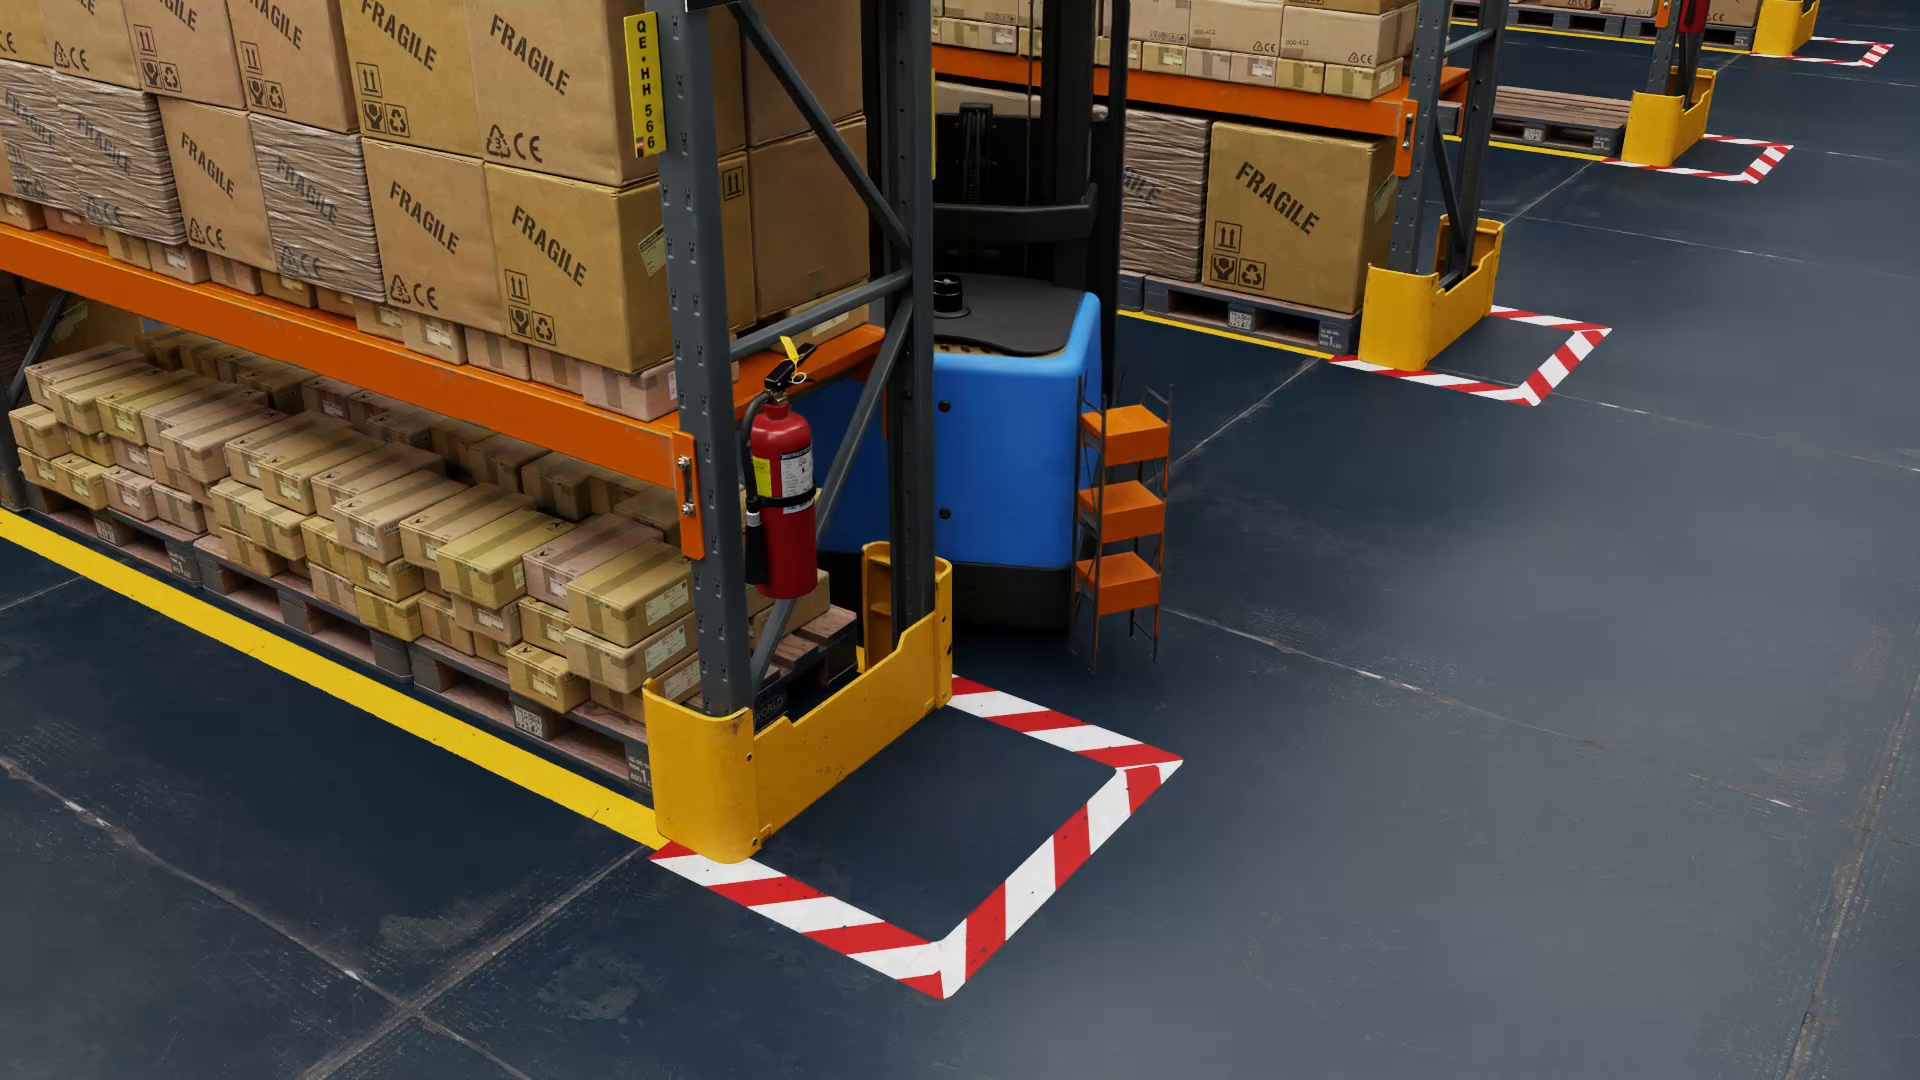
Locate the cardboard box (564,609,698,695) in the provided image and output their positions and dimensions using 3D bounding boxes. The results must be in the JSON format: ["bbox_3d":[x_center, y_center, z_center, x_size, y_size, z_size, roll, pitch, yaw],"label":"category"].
[{"bbox_3d":[-1.007,0.305,5.195,0.250,0.149,0.380,16,31,29],"label":"cardboard box"}]

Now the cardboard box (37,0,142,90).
[{"bbox_3d":[-2.640,-1.791,5.422,0.500,0.500,0.500,18,32,31],"label":"cardboard box"}]

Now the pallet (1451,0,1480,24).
[{"bbox_3d":[5.361,-5.755,17.827,1.213,0.211,1.003,17,32,30],"label":"pallet"}]

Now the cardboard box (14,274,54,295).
[{"bbox_3d":[-4.167,-1.340,7.542,0.500,0.250,0.500,16,31,28],"label":"cardboard box"}]

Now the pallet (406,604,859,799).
[{"bbox_3d":[-1.123,0.385,5.762,1.213,0.211,1.003,17,32,30],"label":"pallet"}]

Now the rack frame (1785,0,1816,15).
[{"bbox_3d":[8.093,-6.148,15.523,0.127,3.000,1.000,17,32,30],"label":"rack frame"}]

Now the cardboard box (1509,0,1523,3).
[{"bbox_3d":[5.738,-5.701,17.285,0.250,0.166,0.380,17,32,30],"label":"cardboard box"}]

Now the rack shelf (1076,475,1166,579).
[{"bbox_3d":[0.545,-0.047,5.709,0.240,0.259,0.215,-10,29,-20],"label":"rack shelf"}]

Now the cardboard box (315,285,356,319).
[{"bbox_3d":[-1.851,-0.847,5.384,0.250,0.149,0.380,16,31,28],"label":"cardboard box"}]

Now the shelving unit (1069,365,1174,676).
[{"bbox_3d":[0.545,-0.057,5.704,0.252,1.050,0.215,-10,29,-20],"label":"shelving unit"}]

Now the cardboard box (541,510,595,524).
[{"bbox_3d":[-1.293,-0.124,6.039,0.250,0.149,0.380,18,32,32],"label":"cardboard box"}]

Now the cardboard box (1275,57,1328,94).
[{"bbox_3d":[1.786,-2.368,8.372,0.250,0.149,0.380,18,32,31],"label":"cardboard box"}]

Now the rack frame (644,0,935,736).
[{"bbox_3d":[-0.411,-0.617,4.655,0.127,3.000,1.000,17,32,30],"label":"rack frame"}]

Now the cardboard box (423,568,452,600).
[{"bbox_3d":[-1.600,0.065,5.668,0.250,0.149,0.380,17,31,30],"label":"cardboard box"}]

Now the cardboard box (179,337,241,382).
[{"bbox_3d":[-3.034,-0.781,7.002,0.250,0.149,0.380,18,32,31],"label":"cardboard box"}]

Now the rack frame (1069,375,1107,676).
[{"bbox_3d":[0.432,-0.036,5.663,0.008,1.050,0.200,-10,29,-20],"label":"rack frame"}]

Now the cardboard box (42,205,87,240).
[{"bbox_3d":[-3.155,-1.250,6.175,0.250,0.149,0.380,16,31,28],"label":"cardboard box"}]

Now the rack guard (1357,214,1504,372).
[{"bbox_3d":[2.501,-1.325,8.803,0.348,0.500,1.175,17,32,30],"label":"rack guard"}]

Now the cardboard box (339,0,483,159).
[{"bbox_3d":[-1.346,-1.394,4.642,0.500,0.500,0.500,16,31,29],"label":"cardboard box"}]

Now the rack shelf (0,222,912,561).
[{"bbox_3d":[-2.059,-0.810,5.827,4.000,0.370,1.077,17,32,30],"label":"rack shelf"}]

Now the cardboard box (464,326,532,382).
[{"bbox_3d":[-1.238,-0.620,4.937,0.250,0.149,0.380,17,32,30],"label":"cardboard box"}]

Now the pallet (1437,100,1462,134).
[{"bbox_3d":[3.626,-3.594,13.580,1.213,0.211,1.003,17,32,30],"label":"pallet"}]

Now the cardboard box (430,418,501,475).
[{"bbox_3d":[-1.746,-0.391,6.235,0.250,0.149,0.380,18,32,31],"label":"cardboard box"}]

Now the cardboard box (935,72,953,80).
[{"bbox_3d":[-0.318,-2.513,10.261,0.875,0.875,0.875,17,32,30],"label":"cardboard box"}]

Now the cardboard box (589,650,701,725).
[{"bbox_3d":[-0.963,0.409,5.319,0.250,0.149,0.380,18,32,31],"label":"cardboard box"}]

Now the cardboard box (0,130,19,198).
[{"bbox_3d":[-3.442,-1.600,6.148,0.500,0.500,0.500,17,31,29],"label":"cardboard box"}]

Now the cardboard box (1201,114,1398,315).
[{"bbox_3d":[1.908,-1.820,8.899,0.875,0.875,0.875,17,32,30],"label":"cardboard box"}]

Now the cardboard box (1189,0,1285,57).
[{"bbox_3d":[1.513,-2.667,8.520,0.500,0.250,0.500,17,31,29],"label":"cardboard box"}]

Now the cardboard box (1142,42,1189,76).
[{"bbox_3d":[1.158,-2.563,8.757,0.250,0.149,0.380,17,31,29],"label":"cardboard box"}]

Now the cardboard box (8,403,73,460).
[{"bbox_3d":[-3.590,-0.480,6.739,0.250,0.149,0.380,19,33,33],"label":"cardboard box"}]

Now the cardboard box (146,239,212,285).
[{"bbox_3d":[-2.547,-1.017,5.718,0.250,0.149,0.380,19,33,32],"label":"cardboard box"}]

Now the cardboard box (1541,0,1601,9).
[{"bbox_3d":[6.347,-5.778,17.064,0.637,0.503,0.797,17,32,30],"label":"cardboard box"}]

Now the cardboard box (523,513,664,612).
[{"bbox_3d":[-1.165,0.074,5.321,0.250,0.149,0.380,18,32,31],"label":"cardboard box"}]

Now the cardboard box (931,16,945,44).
[{"bbox_3d":[-0.109,-2.958,9.533,0.250,0.149,0.380,16,31,29],"label":"cardboard box"}]

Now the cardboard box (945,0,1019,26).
[{"bbox_3d":[0.260,-3.059,9.291,0.500,0.250,0.500,18,32,32],"label":"cardboard box"}]

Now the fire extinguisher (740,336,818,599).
[{"bbox_3d":[-0.464,-0.179,4.291,0.183,0.674,0.296,17,32,30],"label":"fire extinguisher"}]

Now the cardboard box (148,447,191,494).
[{"bbox_3d":[-2.889,-0.330,6.443,0.250,0.149,0.380,16,31,28],"label":"cardboard box"}]

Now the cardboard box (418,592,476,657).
[{"bbox_3d":[-1.612,0.223,5.686,0.250,0.149,0.380,18,32,31],"label":"cardboard box"}]

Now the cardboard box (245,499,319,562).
[{"bbox_3d":[-2.314,-0.089,5.970,0.250,0.149,0.380,18,32,31],"label":"cardboard box"}]

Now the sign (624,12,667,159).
[{"bbox_3d":[-0.741,-1.071,3.923,0.005,0.325,0.100,17,32,30],"label":"sign"}]

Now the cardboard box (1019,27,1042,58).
[{"bbox_3d":[0.525,-2.760,9.144,0.250,0.149,0.380,16,31,29],"label":"cardboard box"}]

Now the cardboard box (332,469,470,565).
[{"bbox_3d":[-1.881,-0.083,5.631,0.250,0.149,0.380,19,32,32],"label":"cardboard box"}]

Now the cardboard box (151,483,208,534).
[{"bbox_3d":[-2.898,-0.188,6.492,0.250,0.149,0.380,17,31,29],"label":"cardboard box"}]

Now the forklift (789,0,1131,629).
[{"bbox_3d":[0.139,-1.632,6.725,1.130,2.935,3.031,4,27,8],"label":"forklift"}]

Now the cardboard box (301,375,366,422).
[{"bbox_3d":[-2.380,-0.589,6.624,0.250,0.149,0.380,16,31,28],"label":"cardboard box"}]

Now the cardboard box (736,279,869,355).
[{"bbox_3d":[-0.492,-0.711,5.116,0.250,0.149,0.380,17,32,30],"label":"cardboard box"}]

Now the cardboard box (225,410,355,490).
[{"bbox_3d":[-2.448,-0.327,6.110,0.250,0.149,0.380,16,31,28],"label":"cardboard box"}]

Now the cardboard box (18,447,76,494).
[{"bbox_3d":[-3.590,-0.347,6.805,0.250,0.149,0.380,16,31,28],"label":"cardboard box"}]

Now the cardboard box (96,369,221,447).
[{"bbox_3d":[-3.111,-0.520,6.490,0.250,0.149,0.380,17,31,30],"label":"cardboard box"}]

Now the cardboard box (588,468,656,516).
[{"bbox_3d":[-1.081,-0.199,5.857,0.250,0.149,0.380,17,32,30],"label":"cardboard box"}]

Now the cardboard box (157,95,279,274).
[{"bbox_3d":[-2.177,-1.206,5.374,0.500,0.500,0.500,19,33,33],"label":"cardboard box"}]

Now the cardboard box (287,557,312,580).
[{"bbox_3d":[-2.237,0.010,6.104,0.250,0.149,0.380,18,32,32],"label":"cardboard box"}]

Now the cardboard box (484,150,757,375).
[{"bbox_3d":[-0.927,-0.813,4.602,0.500,0.500,0.500,18,32,31],"label":"cardboard box"}]
